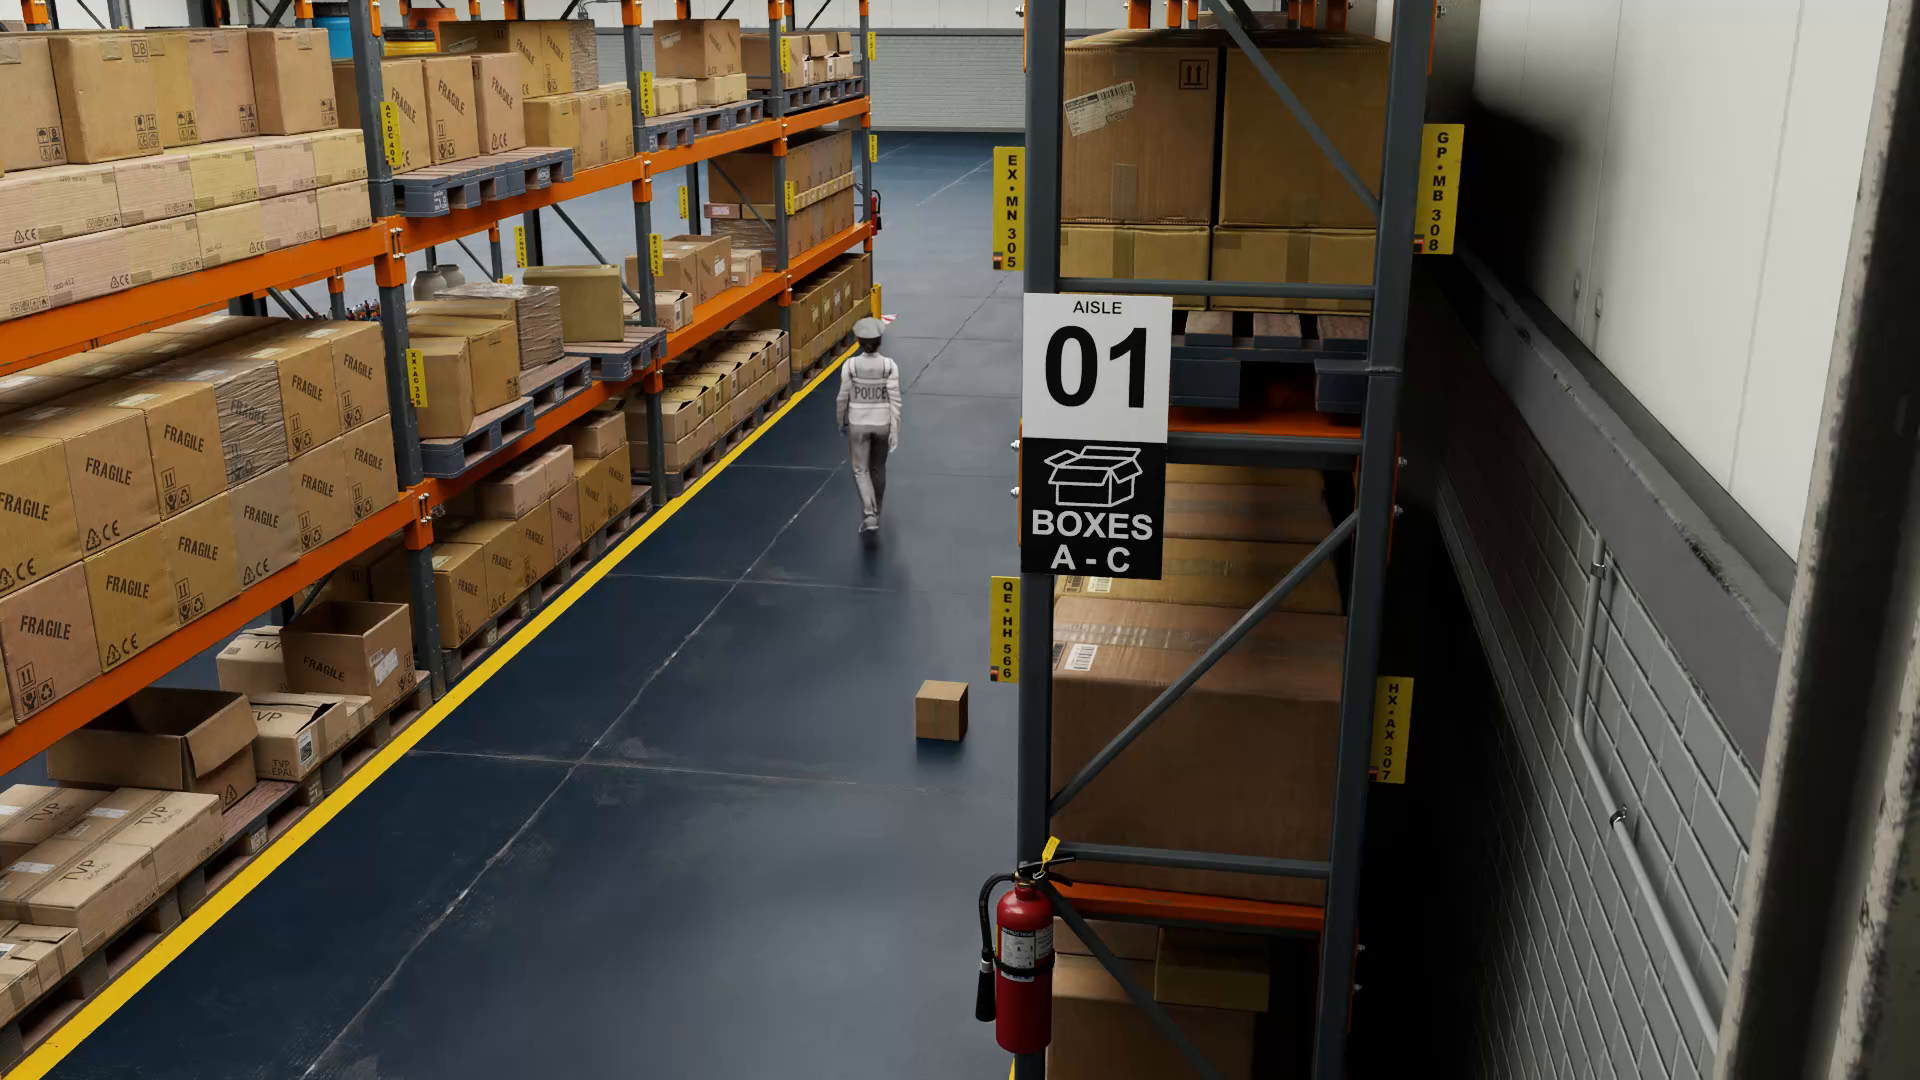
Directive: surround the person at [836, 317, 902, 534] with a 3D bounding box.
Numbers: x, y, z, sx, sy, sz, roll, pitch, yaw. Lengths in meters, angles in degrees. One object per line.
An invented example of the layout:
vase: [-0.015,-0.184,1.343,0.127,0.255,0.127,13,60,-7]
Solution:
person: [-0.700,-0.886,12.716,0.481,1.639,0.994,-4,18,-13]
